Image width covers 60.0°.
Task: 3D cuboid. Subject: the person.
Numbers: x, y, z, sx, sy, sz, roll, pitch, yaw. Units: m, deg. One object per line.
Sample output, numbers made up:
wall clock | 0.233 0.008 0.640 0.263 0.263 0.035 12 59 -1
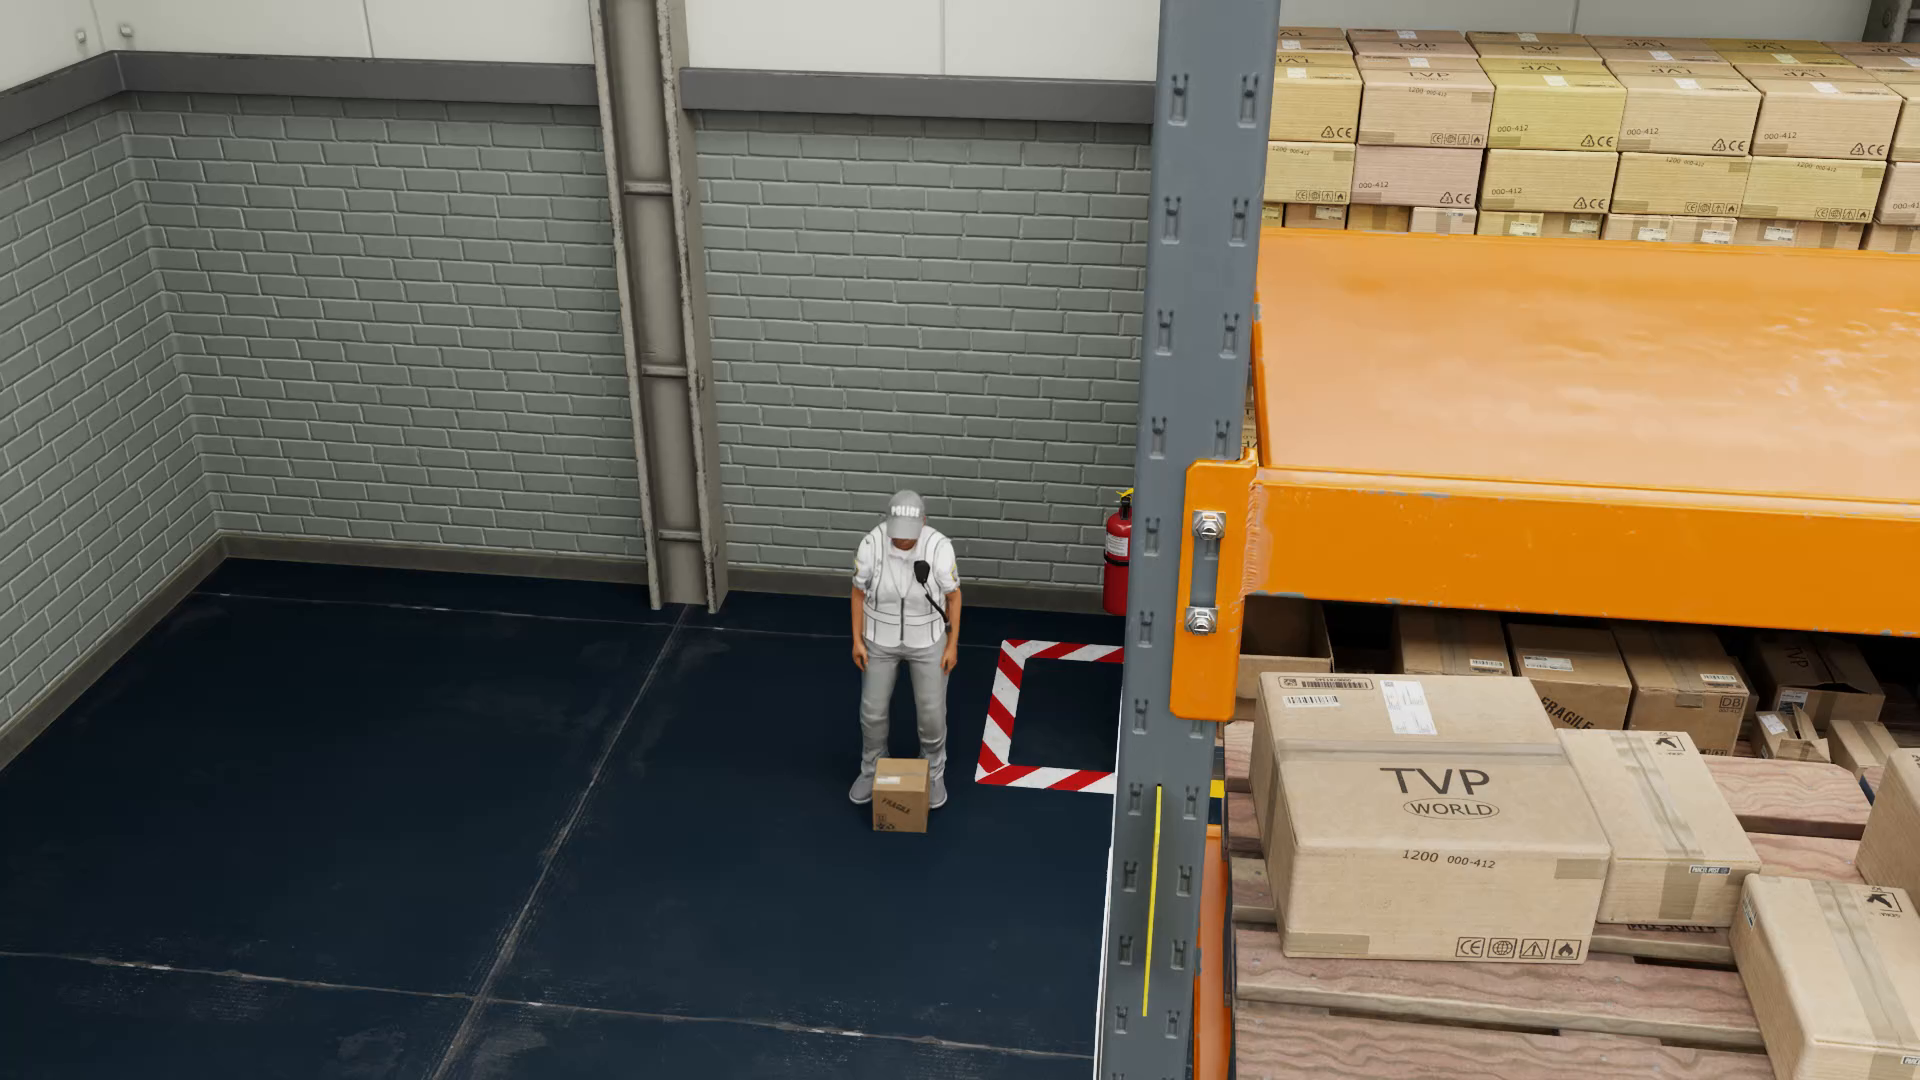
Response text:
person | -0.270 0.493 7.813 0.532 1.666 0.464 2 29 4
